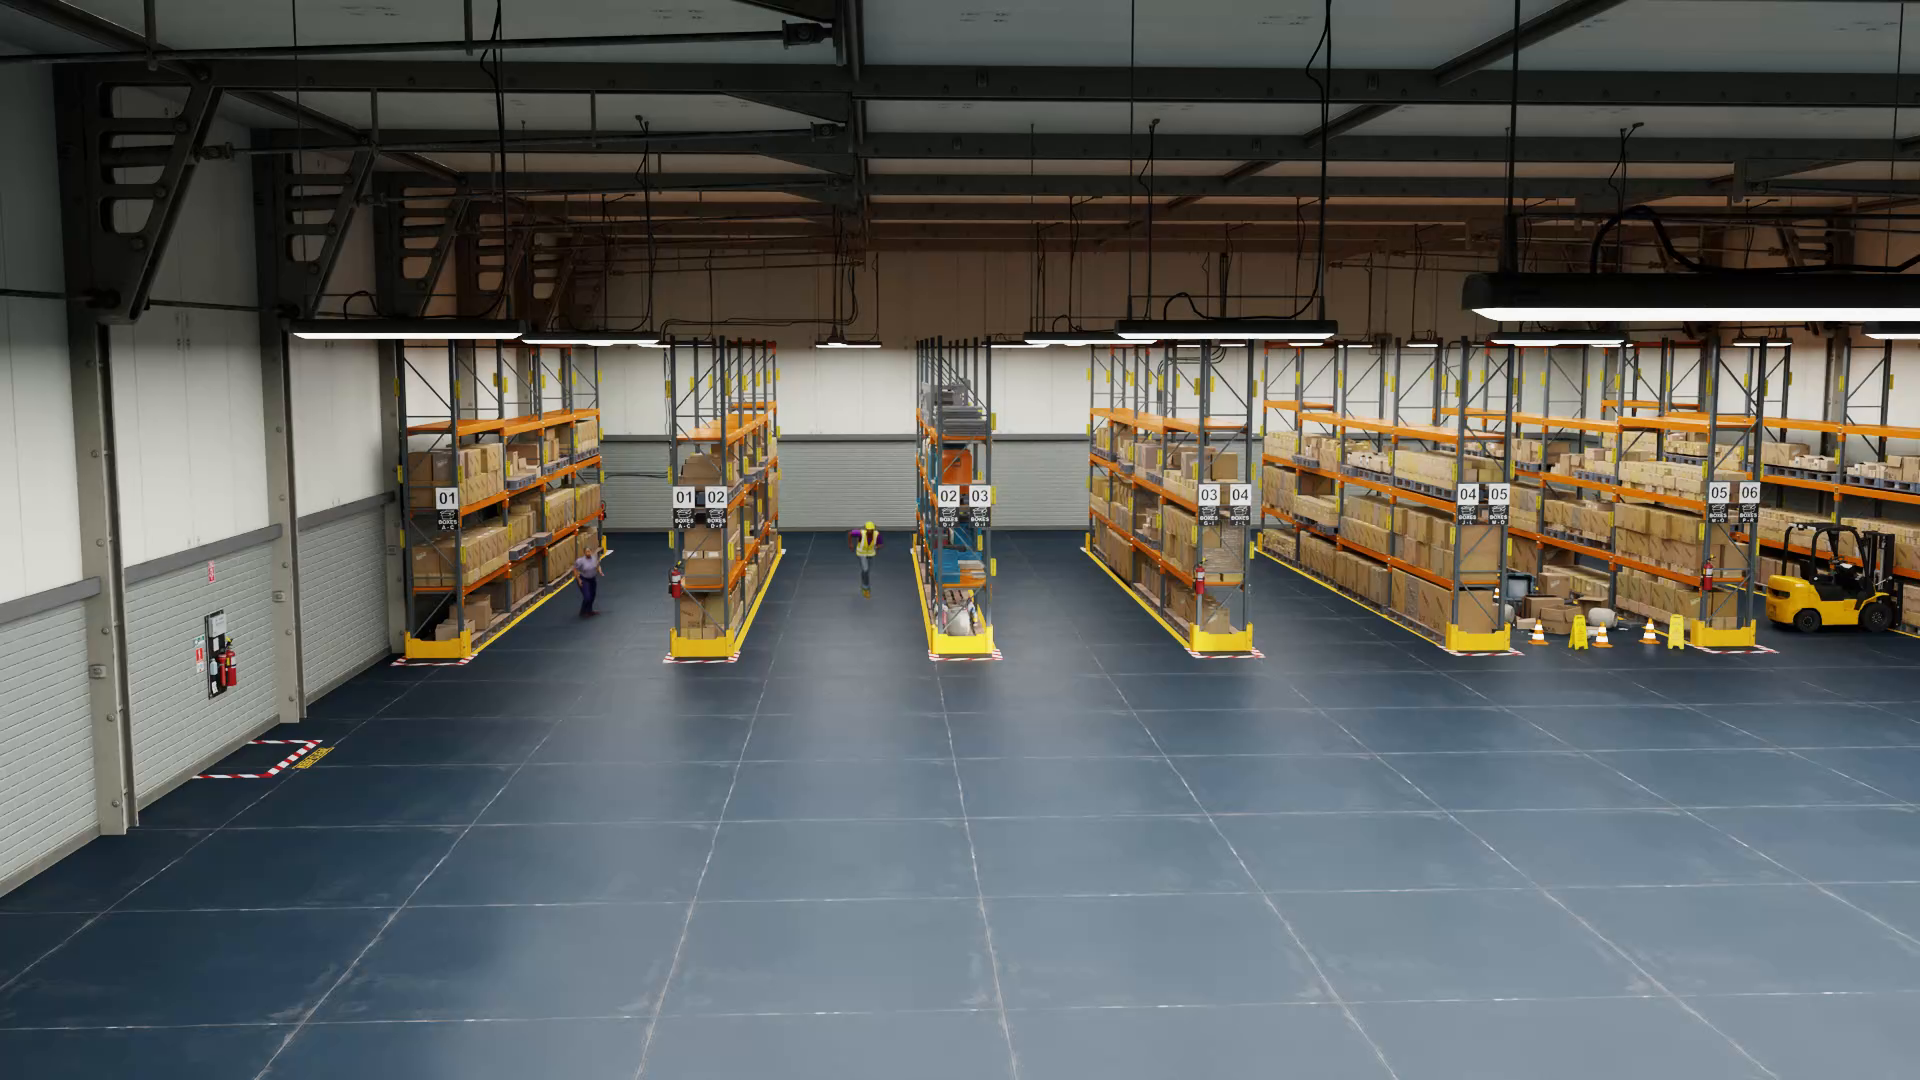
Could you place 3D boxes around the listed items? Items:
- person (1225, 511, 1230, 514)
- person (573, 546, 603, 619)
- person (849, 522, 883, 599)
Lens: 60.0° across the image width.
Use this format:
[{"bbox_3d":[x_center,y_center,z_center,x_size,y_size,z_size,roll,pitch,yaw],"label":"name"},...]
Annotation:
[{"bbox_3d":[7.433,-0.550,47.627,0.709,1.809,0.699,2,7,14],"label":"person"},{"bbox_3d":[-7.970,0.905,35.815,0.757,1.590,0.648,5,8,36],"label":"person"},{"bbox_3d":[-2.119,0.431,37.326,0.753,1.745,0.956,-2,7,-15],"label":"person"}]
